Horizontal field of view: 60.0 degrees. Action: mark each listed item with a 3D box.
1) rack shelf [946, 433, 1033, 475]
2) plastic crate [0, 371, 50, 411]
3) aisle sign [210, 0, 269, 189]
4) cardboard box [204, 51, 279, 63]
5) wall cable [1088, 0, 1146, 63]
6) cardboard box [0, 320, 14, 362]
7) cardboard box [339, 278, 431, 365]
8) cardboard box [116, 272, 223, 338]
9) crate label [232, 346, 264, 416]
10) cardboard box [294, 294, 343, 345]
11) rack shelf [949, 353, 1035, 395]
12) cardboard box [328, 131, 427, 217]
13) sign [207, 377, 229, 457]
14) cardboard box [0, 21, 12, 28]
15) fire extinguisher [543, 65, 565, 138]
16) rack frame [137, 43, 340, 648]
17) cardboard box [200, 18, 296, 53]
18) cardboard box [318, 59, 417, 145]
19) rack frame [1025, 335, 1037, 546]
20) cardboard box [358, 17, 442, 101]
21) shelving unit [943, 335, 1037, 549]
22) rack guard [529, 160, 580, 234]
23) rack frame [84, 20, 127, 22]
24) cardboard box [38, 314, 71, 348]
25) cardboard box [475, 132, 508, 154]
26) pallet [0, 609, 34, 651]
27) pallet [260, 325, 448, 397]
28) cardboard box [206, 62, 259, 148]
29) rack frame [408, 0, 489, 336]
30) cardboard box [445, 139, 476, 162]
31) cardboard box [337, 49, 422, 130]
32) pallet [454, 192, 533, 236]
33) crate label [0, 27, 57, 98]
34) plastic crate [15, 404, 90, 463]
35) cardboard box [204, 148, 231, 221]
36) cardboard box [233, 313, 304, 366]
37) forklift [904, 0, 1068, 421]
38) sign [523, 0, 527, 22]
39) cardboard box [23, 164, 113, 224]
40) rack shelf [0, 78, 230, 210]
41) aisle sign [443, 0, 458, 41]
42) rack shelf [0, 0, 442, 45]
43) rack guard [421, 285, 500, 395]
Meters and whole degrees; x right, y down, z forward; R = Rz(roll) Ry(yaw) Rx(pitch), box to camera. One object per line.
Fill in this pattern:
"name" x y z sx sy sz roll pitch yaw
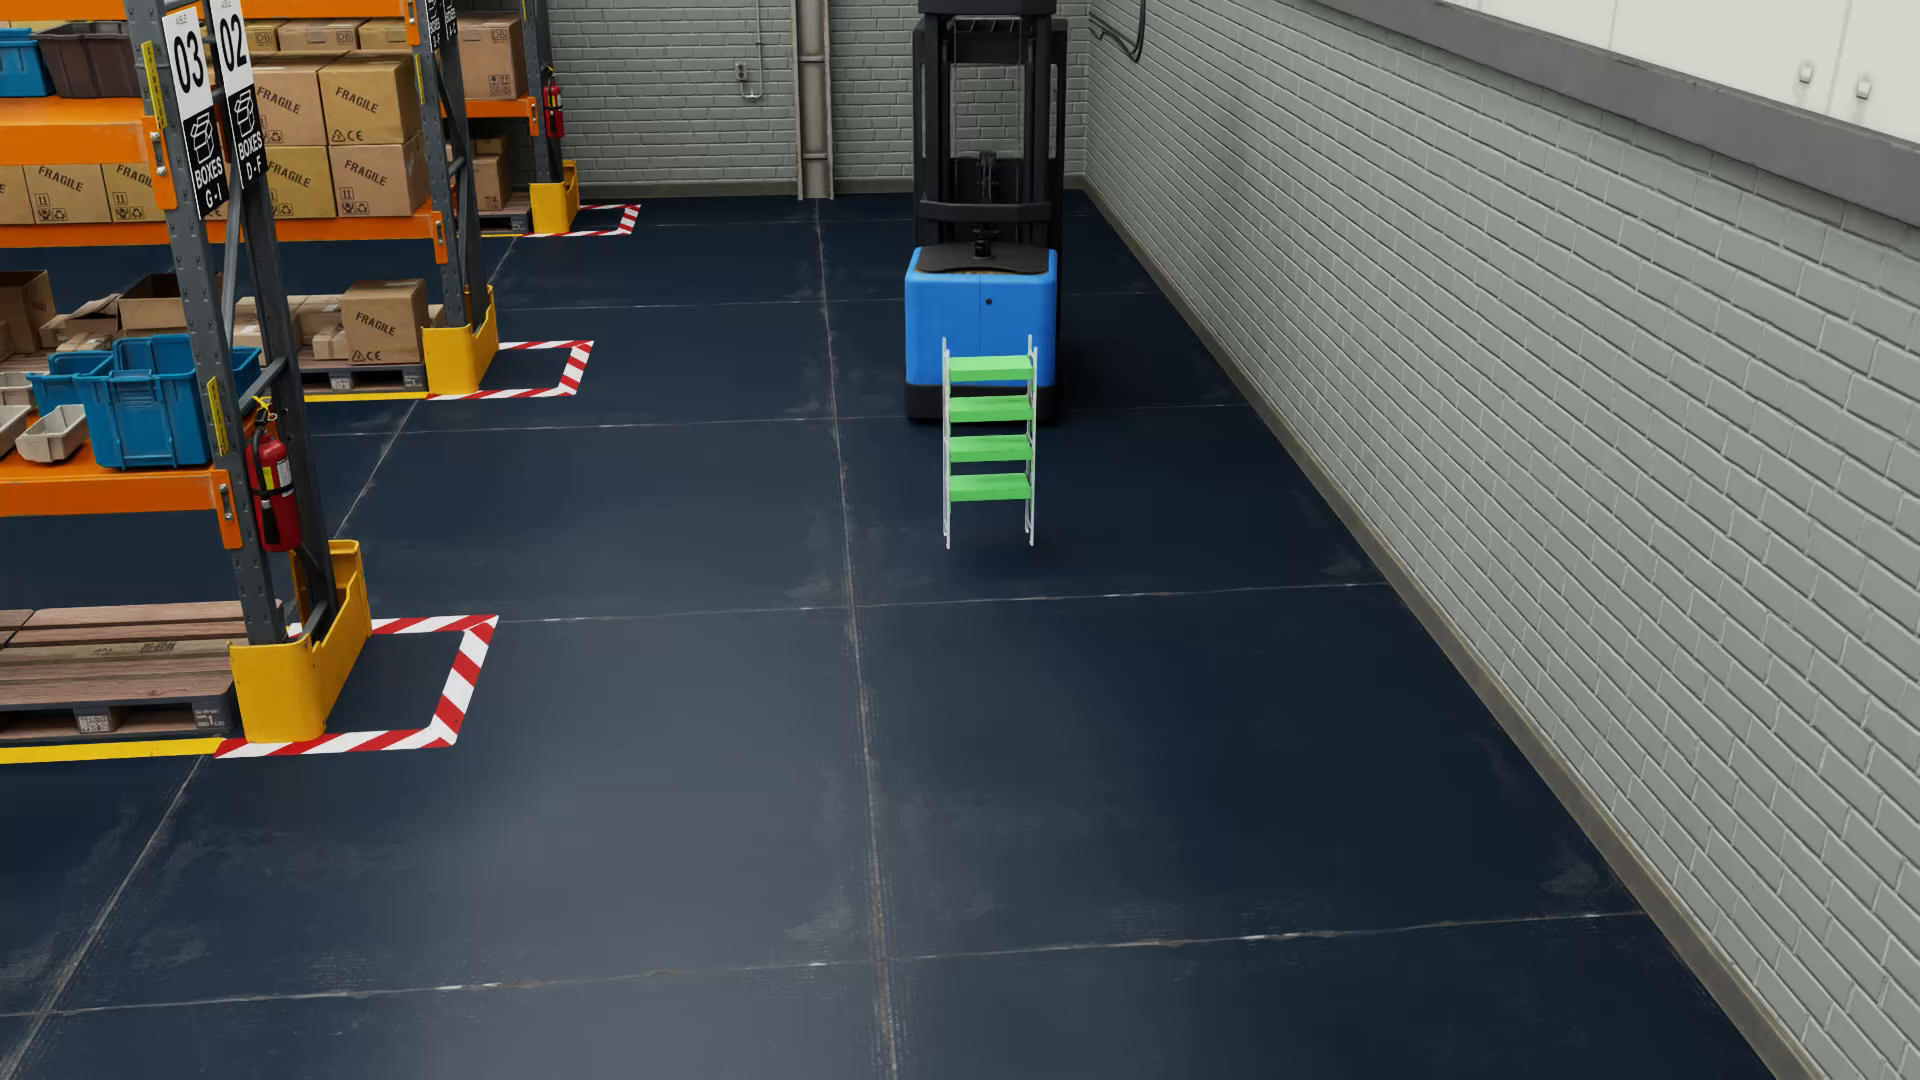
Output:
"rack shelf" 0.165 -0.496 9.547 0.480 0.148 0.258 -2 24 -5
"plastic crate" -4.485 -0.692 7.864 0.298 0.136 0.250 -2 24 -5
"aisle sign" -3.162 -1.979 7.308 0.004 0.787 0.394 -2 24 -5
"cardboard box" -5.173 -3.220 11.947 0.500 0.500 0.500 -2 24 -4
"wall cable" 1.485 -6.076 16.164 0.112 2.526 3.097 -2 24 -5
"cardboard box" -7.230 -1.412 12.003 0.500 0.311 0.500 -2 24 -5
"cardboard box" -4.205 -1.608 12.210 0.500 0.500 0.500 -2 24 -5
"cardboard box" -5.799 -1.648 12.296 0.637 0.503 0.797 -2 24 -5
"crate label" -3.483 -0.742 7.859 0.303 0.233 0.416 -2 24 -5
"cardboard box" -4.755 -1.688 12.698 0.500 0.250 0.500 -2 24 -5
"rack shelf" 0.165 -0.935 9.352 0.480 0.148 0.258 -2 24 -5
"cardboard box" -4.107 -2.588 11.756 0.500 0.500 0.500 -2 24 -4
"sign" -3.135 -0.521 7.028 0.005 0.325 0.100 -2 24 -5
"cardboard box" -9.109 -4.908 15.661 0.500 0.250 0.500 -2 24 -4
"fire extinguisher" -3.983 -4.286 16.254 0.183 0.674 0.296 -2 24 -5
"rack frame" -3.205 -0.668 7.560 0.127 3.000 1.000 -2 24 -5
"cardboard box" -6.891 -4.692 16.243 0.700 0.700 0.980 -3 24 -6
"cardboard box" -4.104 -3.044 11.551 0.500 0.500 0.500 -3 24 -6
"rack frame" 0.408 -0.565 9.543 0.015 1.200 0.240 -2 24 -5
"cardboard box" -5.408 -4.751 16.378 0.700 0.700 0.980 -2 24 -6
"shelving unit" 0.165 -0.555 9.521 0.503 1.200 0.258 -2 24 -5
"rack guard" -4.155 -3.531 17.079 0.348 0.500 1.175 -2 24 -5
"rack frame" -8.159 -4.513 16.210 0.127 3.000 1.000 -2 24 -5
"cardboard box" -6.762 -1.585 12.592 0.250 0.149 0.380 -2 24 -5
"cardboard box" -4.761 -4.036 16.899 0.250 0.149 0.380 -2 24 -5
"pallet" -5.241 0.671 7.981 1.213 0.211 1.003 -2 24 -5
"pallet" -4.557 -1.361 12.552 1.213 0.211 1.003 -2 24 -5
"cardboard box" -5.122 -3.001 11.454 0.500 0.500 0.500 -2 24 -4
"rack frame" -3.688 -2.670 12.065 0.127 3.000 1.000 -2 24 -5
"cardboard box" -4.975 -3.871 16.529 0.250 0.149 0.380 -3 24 -6
"cardboard box" -4.155 -3.262 12.041 0.500 0.500 0.500 -2 24 -4
"pallet" -4.967 -3.335 16.992 1.213 0.211 1.003 -2 24 -5
"crate label" -4.155 -2.064 7.192 0.502 0.251 0.408 -2 24 -5
"plastic crate" -3.999 -0.469 7.363 0.243 0.136 0.396 -2 24 -5
"cardboard box" -5.120 -2.548 11.667 0.500 0.500 0.500 -2 24 -5
"cardboard box" -5.153 -1.468 12.203 0.500 0.250 0.500 -2 24 -5
"forklift" 0.224 -2.716 12.252 1.130 2.935 3.031 1 24 3
"sign" -4.139 -5.090 15.791 0.005 0.325 0.100 -2 24 -5
"cardboard box" -6.127 -2.507 11.575 0.500 0.500 0.500 -2 24 -5
"rack shelf" -5.195 -1.630 6.917 4.000 0.370 1.077 -2 24 -5
"aisle sign" -3.649 -3.980 11.810 0.004 0.787 0.394 -2 24 -5
"rack shelf" -5.678 -3.632 11.422 4.000 0.370 1.077 -2 24 -5
"rack guard" -3.764 -1.525 12.565 0.348 0.500 1.175 -2 24 -5
